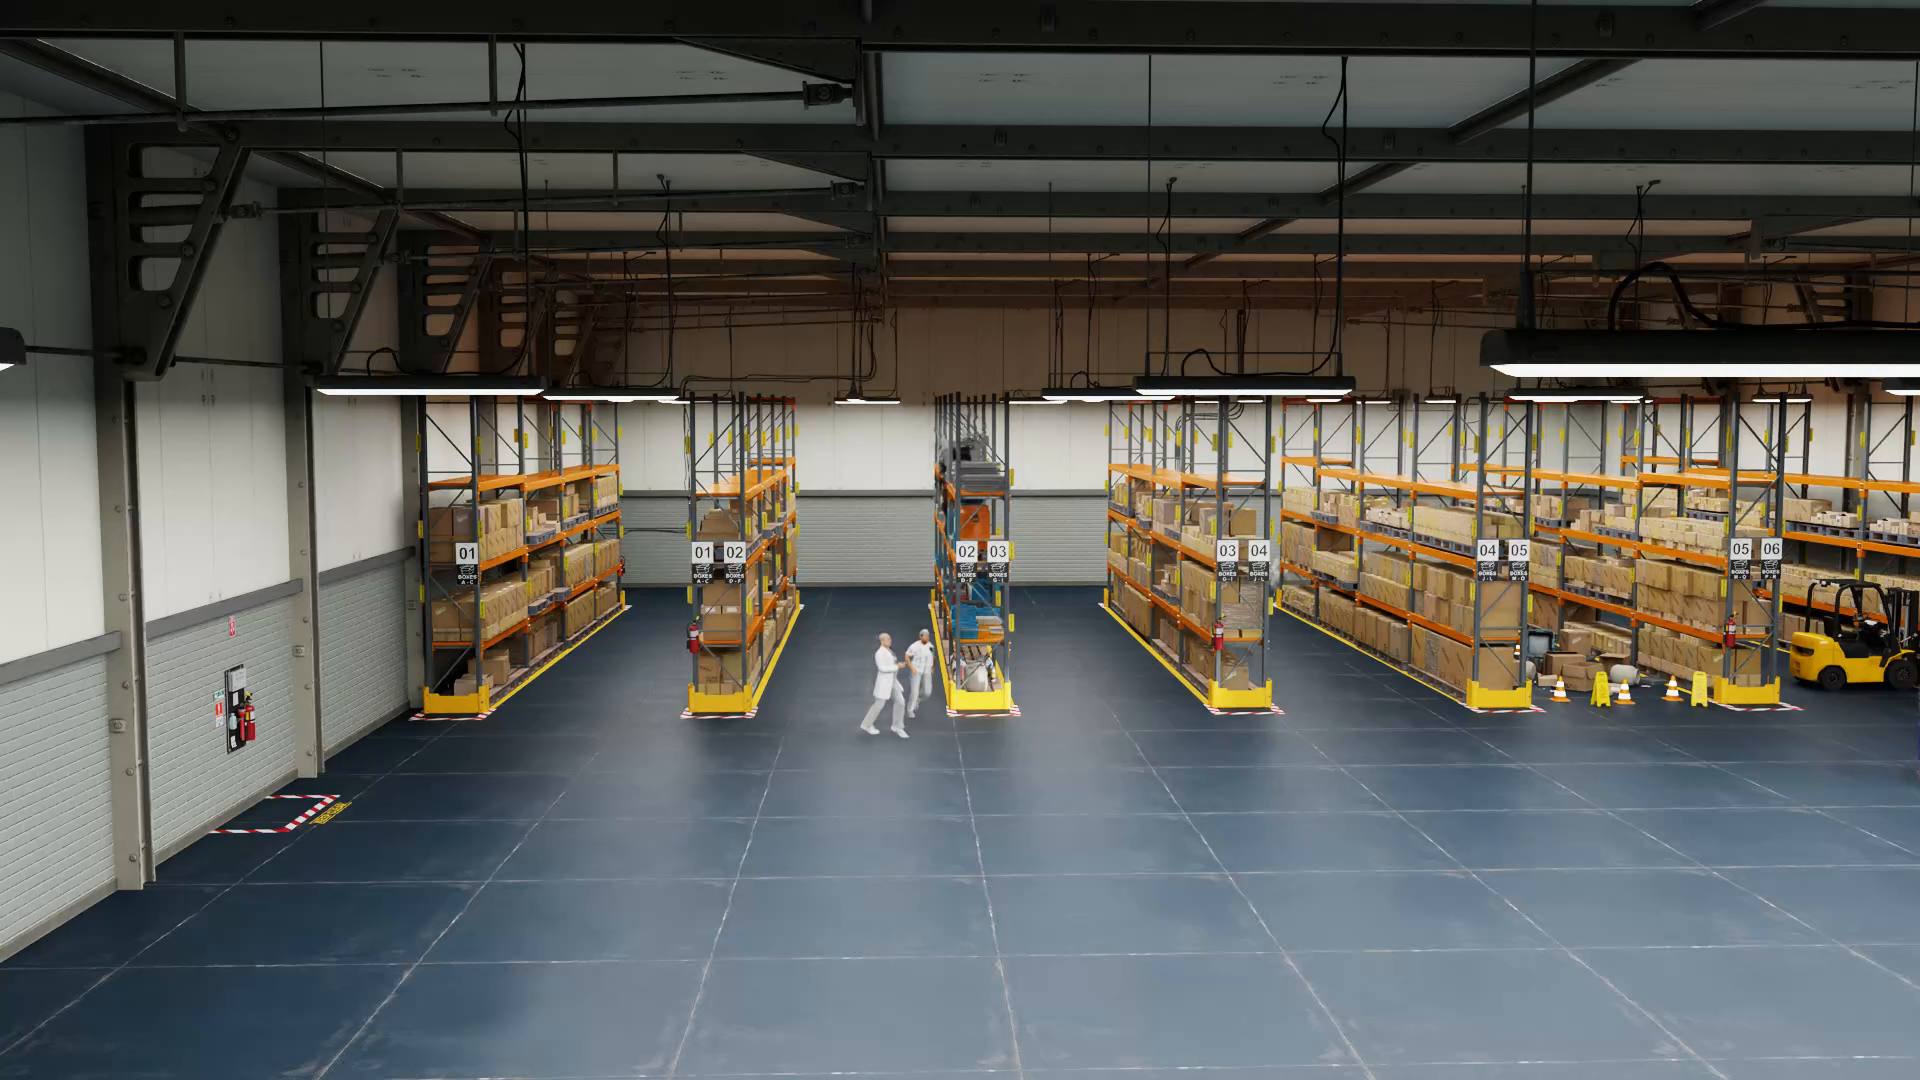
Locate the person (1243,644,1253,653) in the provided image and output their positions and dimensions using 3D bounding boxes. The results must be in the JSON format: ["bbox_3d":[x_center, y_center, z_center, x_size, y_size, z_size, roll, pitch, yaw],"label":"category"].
[{"bbox_3d":[6.792,1.807,38.656,0.612,1.638,0.526,-1,5,-9],"label":"person"}]

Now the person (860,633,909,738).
[{"bbox_3d":[-1.305,2.527,28.782,0.866,1.846,0.677,2,5,23],"label":"person"}]

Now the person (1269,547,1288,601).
[{"bbox_3d":[9.317,1.006,48.694,0.560,1.640,0.678,-2,5,-18],"label":"person"}]

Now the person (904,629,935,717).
[{"bbox_3d":[-0.712,2.462,30.892,0.655,1.615,0.526,-2,5,-27],"label":"person"}]
